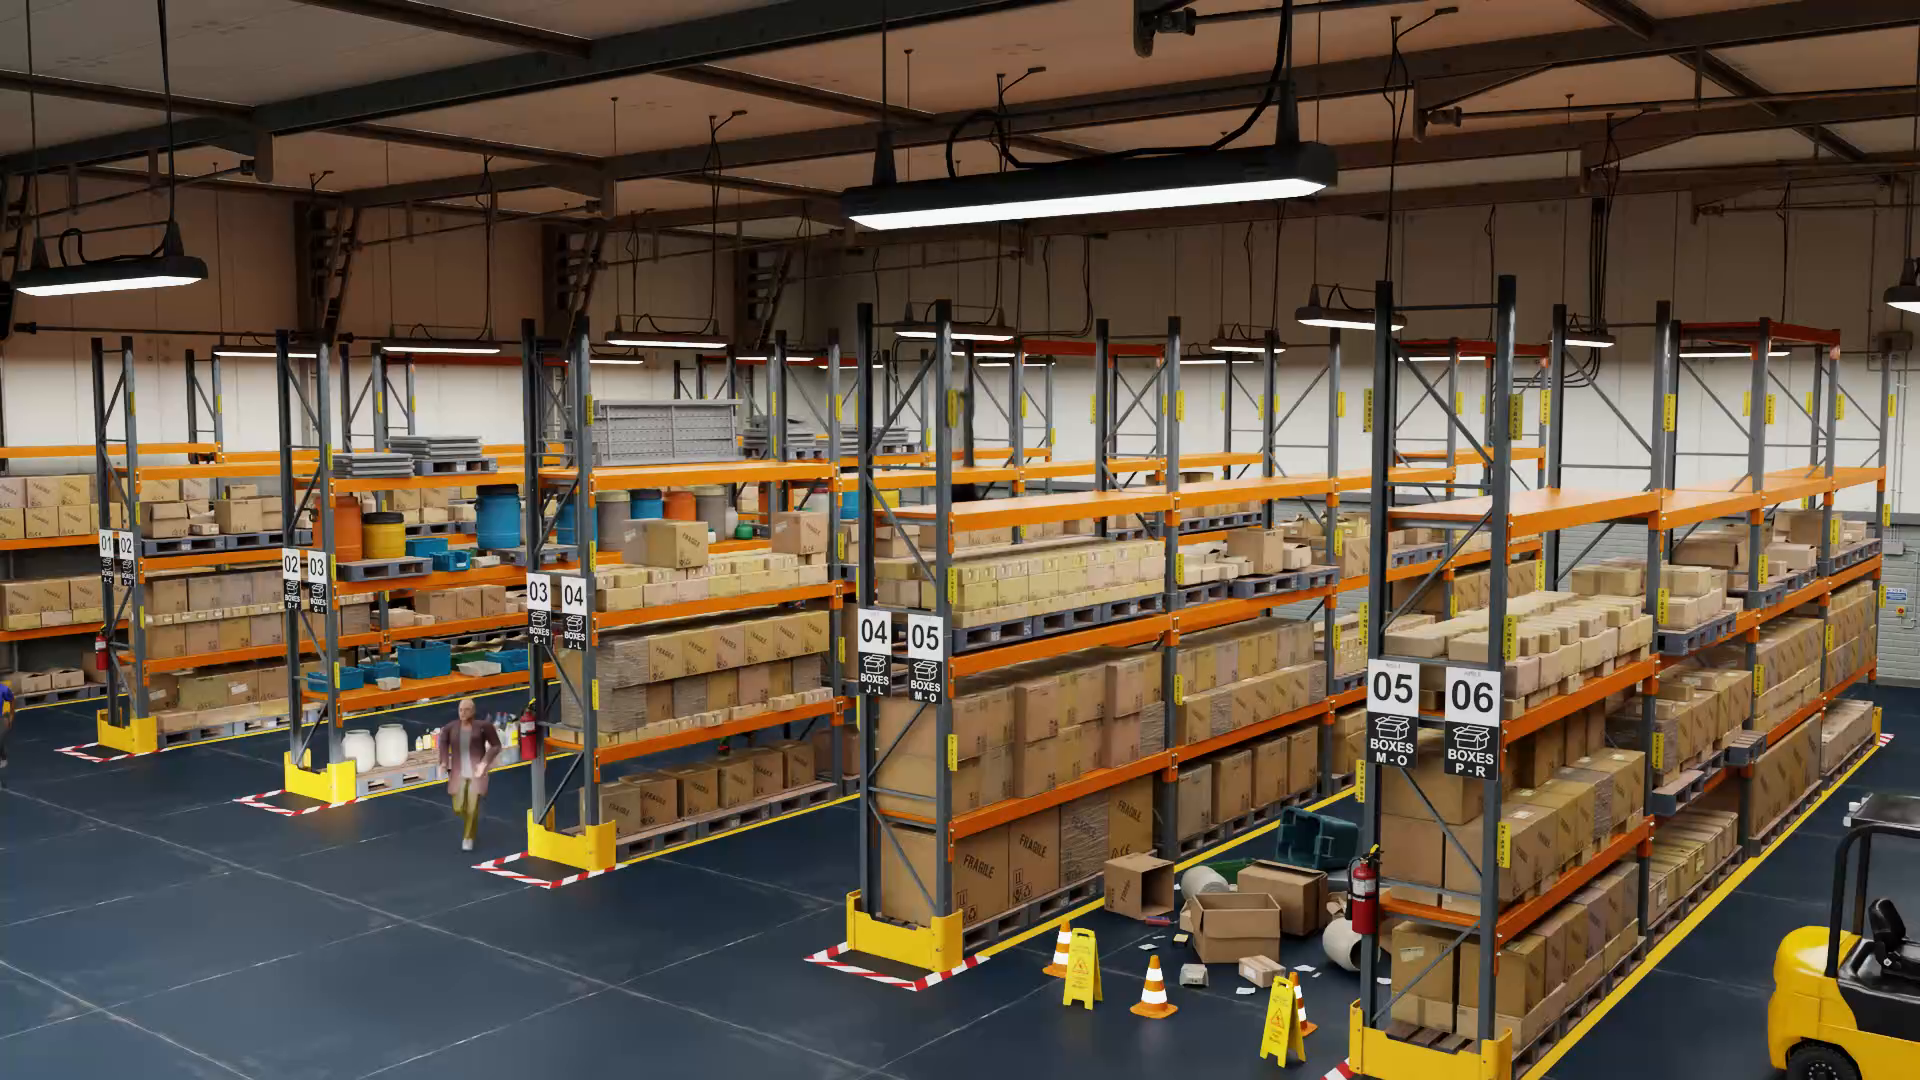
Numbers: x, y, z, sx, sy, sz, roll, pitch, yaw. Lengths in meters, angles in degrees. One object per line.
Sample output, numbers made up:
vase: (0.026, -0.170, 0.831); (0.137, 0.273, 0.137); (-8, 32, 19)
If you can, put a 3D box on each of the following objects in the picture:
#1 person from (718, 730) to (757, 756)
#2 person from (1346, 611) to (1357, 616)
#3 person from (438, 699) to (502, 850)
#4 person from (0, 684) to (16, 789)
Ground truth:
person: (-3.130, 2.302, 23.111); (0.662, 1.769, 0.975); (3, 6, 31)
person: (6.293, 1.990, 26.766); (0.639, 1.707, 0.639); (4, 6, 38)
person: (-5.621, 2.707, 19.092); (0.723, 1.631, 0.654); (0, 5, -1)
person: (-12.824, 2.472, 22.050); (0.561, 1.593, 0.729); (-2, 5, -20)
